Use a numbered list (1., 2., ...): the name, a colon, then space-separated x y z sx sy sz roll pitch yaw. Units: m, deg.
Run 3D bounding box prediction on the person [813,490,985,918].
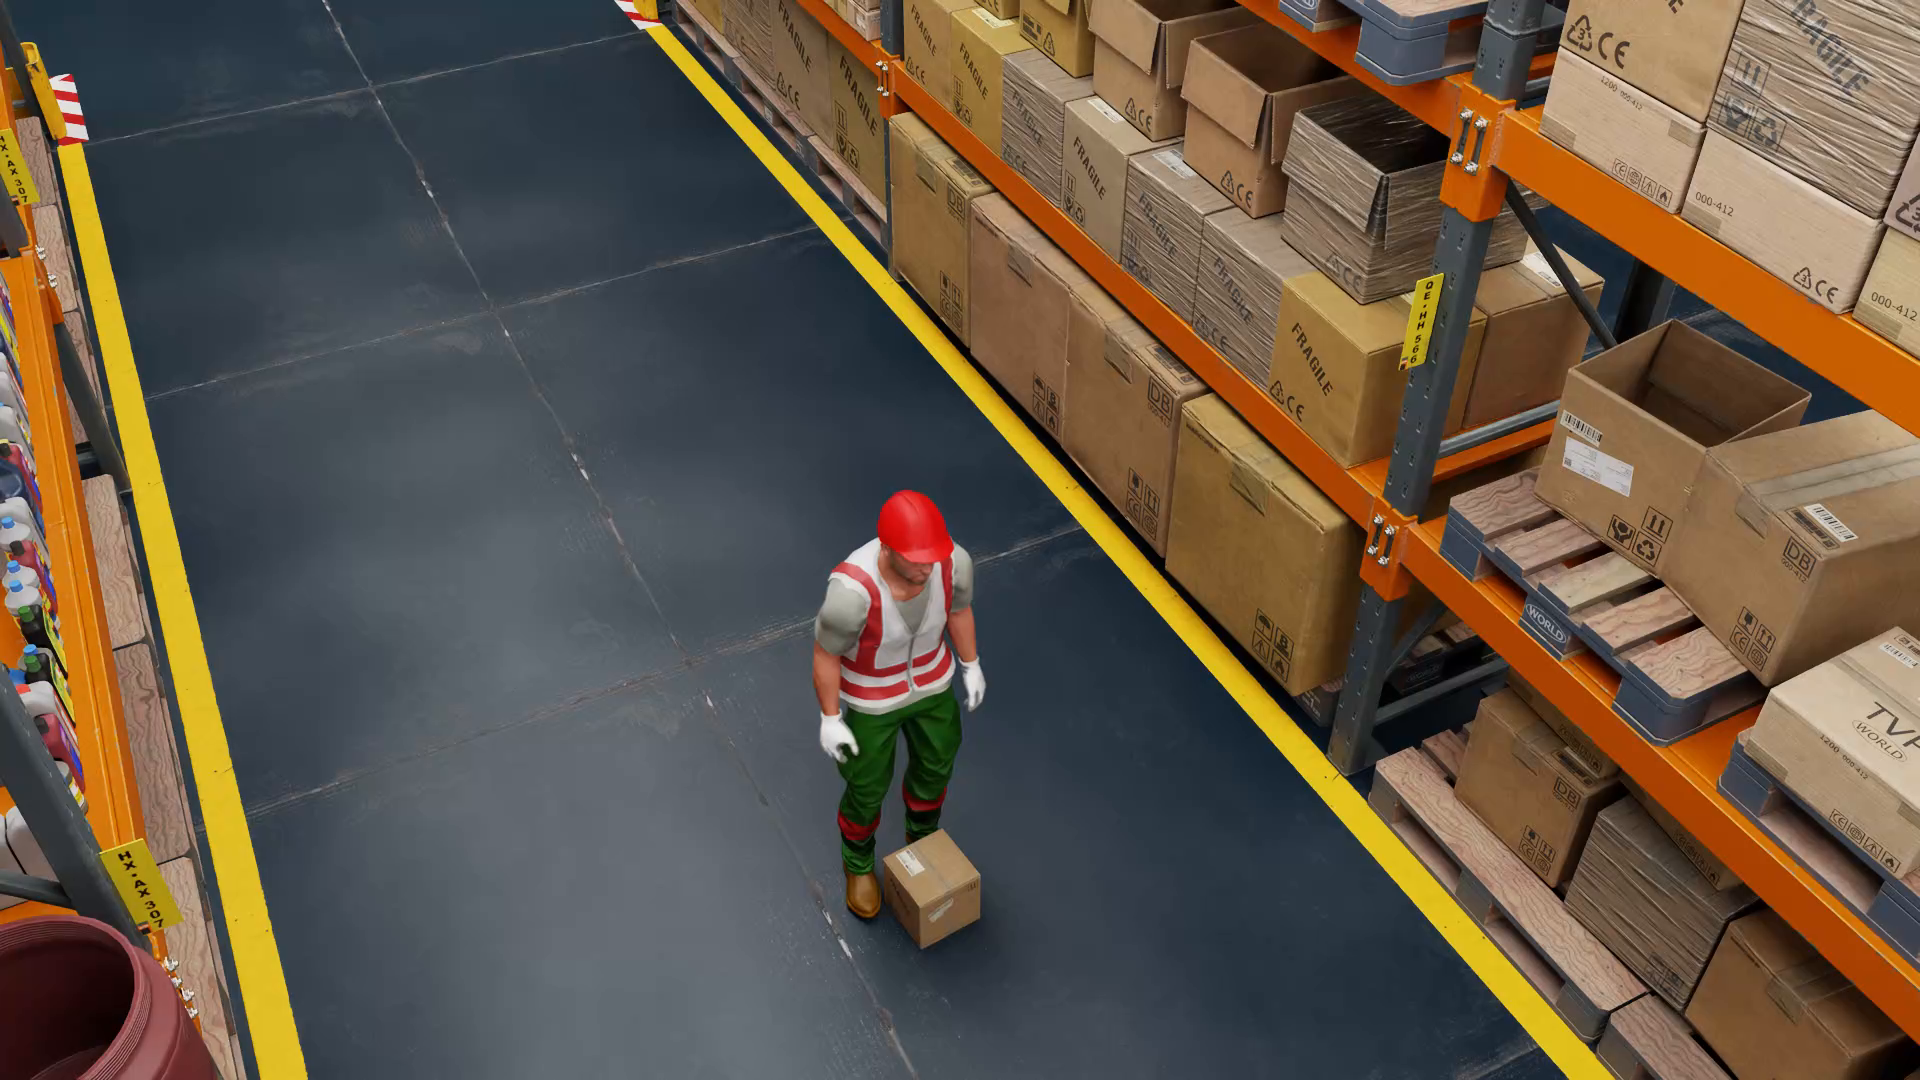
1. person: -0.192 0.523 5.543 0.619 1.779 0.455 -20 45 -21
